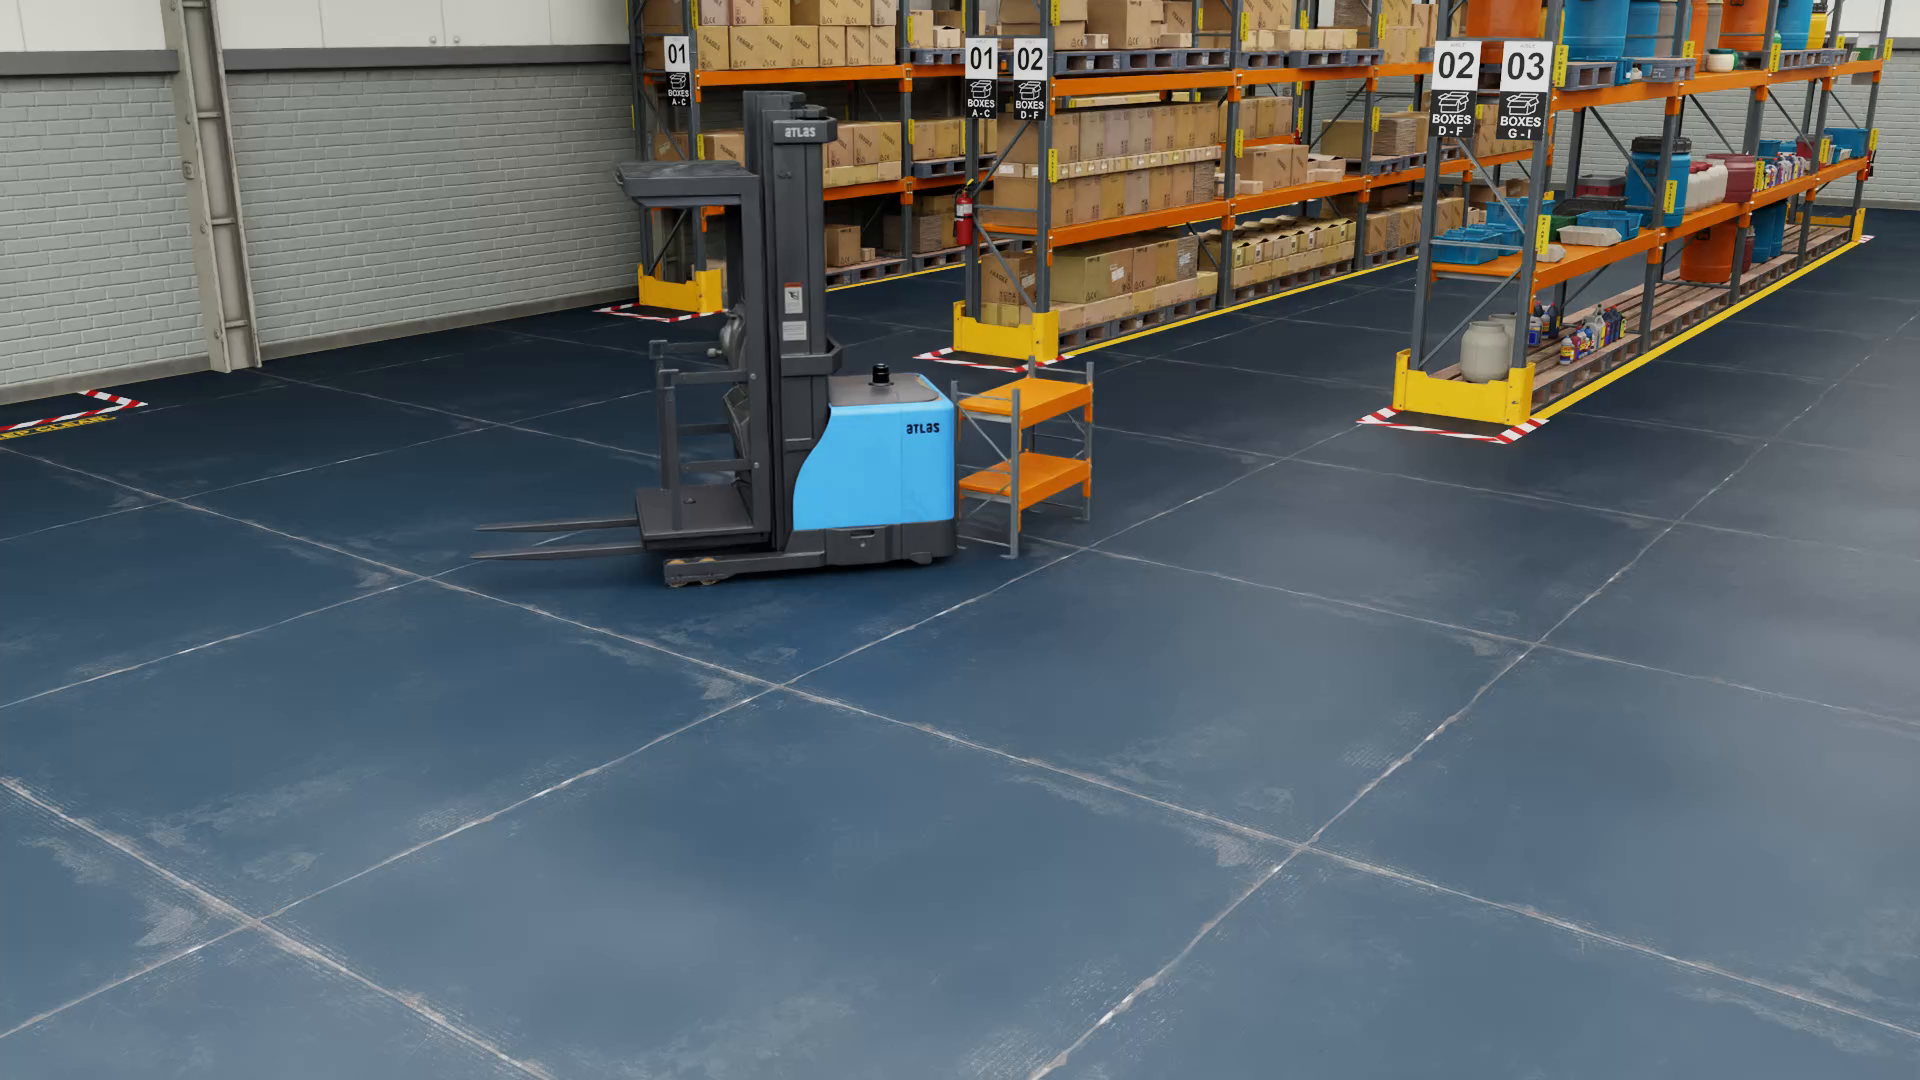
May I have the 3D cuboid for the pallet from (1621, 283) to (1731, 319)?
[{"bbox_3d":[8.741,-2.933,20.332,1.003,0.211,1.213,12,21,35],"label":"pallet"}]

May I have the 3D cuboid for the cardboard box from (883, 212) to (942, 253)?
[{"bbox_3d":[-0.681,-4.435,23.940,0.700,0.500,0.500,13,22,37],"label":"cardboard box"}]

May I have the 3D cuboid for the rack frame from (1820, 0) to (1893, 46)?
[{"bbox_3d":[14.000,-9.213,25.737,1.000,3.000,0.127,12,21,35],"label":"rack frame"}]

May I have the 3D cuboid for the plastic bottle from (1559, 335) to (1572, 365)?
[{"bbox_3d":[5.798,-1.821,15.907,0.097,0.271,0.097,0,17,0],"label":"plastic bottle"}]

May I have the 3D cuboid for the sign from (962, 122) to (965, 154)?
[{"bbox_3d":[0.064,-4.178,17.289,0.100,0.325,0.005,12,21,35],"label":"sign"}]

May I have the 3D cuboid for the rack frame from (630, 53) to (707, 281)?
[{"bbox_3d":[-3.489,-4.287,19.992,1.000,3.000,0.127,12,21,35],"label":"rack frame"}]

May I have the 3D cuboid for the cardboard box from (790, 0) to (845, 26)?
[{"bbox_3d":[-1.808,-6.782,21.078,0.500,0.500,0.500,12,21,33],"label":"cardboard box"}]

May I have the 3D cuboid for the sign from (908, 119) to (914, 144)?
[{"bbox_3d":[-0.666,-5.559,22.629,0.100,0.325,0.005,12,21,35],"label":"sign"}]

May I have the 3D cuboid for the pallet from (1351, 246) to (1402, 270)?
[{"bbox_3d":[5.733,-4.158,24.277,1.003,0.211,1.213,12,21,35],"label":"pallet"}]

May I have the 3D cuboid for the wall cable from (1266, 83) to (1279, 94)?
[{"bbox_3d":[6.047,-9.056,33.633,0.084,1.984,1.851,12,21,35],"label":"wall cable"}]

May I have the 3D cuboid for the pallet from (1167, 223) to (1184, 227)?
[{"bbox_3d":[3.261,-5.617,28.975,1.003,0.211,1.213,12,21,35],"label":"pallet"}]

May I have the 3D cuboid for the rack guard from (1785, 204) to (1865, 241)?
[{"bbox_3d":[14.004,-5.162,27.023,1.175,0.500,0.348,12,21,35],"label":"rack guard"}]

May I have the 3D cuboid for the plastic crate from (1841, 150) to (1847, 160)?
[{"bbox_3d":[13.476,-5.958,25.714,0.396,0.136,0.243,12,21,35],"label":"plastic crate"}]

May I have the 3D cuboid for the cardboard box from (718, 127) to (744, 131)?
[{"bbox_3d":[-2.767,-4.975,21.162,0.500,0.500,0.500,12,21,33],"label":"cardboard box"}]

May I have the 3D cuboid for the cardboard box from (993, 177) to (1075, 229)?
[{"bbox_3d":[0.780,-3.570,17.512,0.700,0.500,0.500,12,21,35],"label":"cardboard box"}]

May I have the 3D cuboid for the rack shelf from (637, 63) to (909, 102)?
[{"bbox_3d":[-2.298,-5.853,21.188,1.077,0.370,4.000,12,21,35],"label":"rack shelf"}]

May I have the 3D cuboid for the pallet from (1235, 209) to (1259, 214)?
[{"bbox_3d":[4.903,-6.273,31.088,1.003,0.211,1.213,12,21,35],"label":"pallet"}]

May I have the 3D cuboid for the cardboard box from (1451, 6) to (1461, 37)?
[{"bbox_3d":[7.282,-7.893,25.499,0.600,0.600,0.600,10,20,30],"label":"cardboard box"}]

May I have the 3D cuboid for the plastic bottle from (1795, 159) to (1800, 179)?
[{"bbox_3d":[11.424,-5.098,22.810,0.152,0.276,0.135,12,21,35],"label":"plastic bottle"}]

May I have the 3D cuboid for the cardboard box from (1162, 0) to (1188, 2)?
[{"bbox_3d":[3.889,-9.320,29.253,0.500,0.500,0.500,12,21,34],"label":"cardboard box"}]

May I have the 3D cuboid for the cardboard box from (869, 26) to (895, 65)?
[{"bbox_3d":[-1.210,-6.565,22.067,0.500,0.500,0.500,13,22,36],"label":"cardboard box"}]

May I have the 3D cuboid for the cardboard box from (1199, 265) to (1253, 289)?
[{"bbox_3d":[3.314,-3.305,20.758,0.500,0.250,0.500,12,21,33],"label":"cardboard box"}]

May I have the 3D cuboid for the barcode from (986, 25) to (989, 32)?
[{"bbox_3d":[0.284,-5.280,17.151,0.001,0.075,0.075,12,21,35],"label":"barcode"}]

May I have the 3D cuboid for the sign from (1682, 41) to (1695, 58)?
[{"bbox_3d":[7.286,-4.826,16.655,0.100,0.325,0.005,12,21,35],"label":"sign"}]

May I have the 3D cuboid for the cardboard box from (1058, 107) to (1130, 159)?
[{"bbox_3d":[1.420,-4.448,18.154,0.700,0.500,0.500,13,21,35],"label":"cardboard box"}]

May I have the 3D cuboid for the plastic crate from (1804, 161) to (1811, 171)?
[{"bbox_3d":[12.009,-5.383,23.864,0.396,0.136,0.243,12,21,35],"label":"plastic crate"}]

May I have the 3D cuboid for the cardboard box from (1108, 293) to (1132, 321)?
[{"bbox_3d":[1.583,-2.628,18.575,0.500,0.250,0.500,12,21,35],"label":"cardboard box"}]

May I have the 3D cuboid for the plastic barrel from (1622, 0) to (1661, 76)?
[{"bbox_3d":[6.979,-5.321,17.417,0.600,0.901,0.708,12,21,35],"label":"plastic barrel"}]

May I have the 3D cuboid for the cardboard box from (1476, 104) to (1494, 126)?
[{"bbox_3d":[8.148,-6.859,26.418,0.500,0.500,0.500,13,22,36],"label":"cardboard box"}]

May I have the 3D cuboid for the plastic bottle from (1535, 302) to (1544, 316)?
[{"bbox_3d":[6.036,-2.316,17.367,0.144,0.351,0.185,13,22,36],"label":"plastic bottle"}]

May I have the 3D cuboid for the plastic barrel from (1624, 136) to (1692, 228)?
[{"bbox_3d":[7.324,-3.767,17.472,0.600,0.901,0.708,12,21,35],"label":"plastic barrel"}]

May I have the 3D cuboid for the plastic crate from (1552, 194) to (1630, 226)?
[{"bbox_3d":[6.436,-3.358,17.103,0.767,0.338,0.504,12,21,35],"label":"plastic crate"}]

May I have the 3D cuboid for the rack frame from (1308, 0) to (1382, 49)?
[{"bbox_3d":[5.258,-8.183,22.422,1.000,3.000,0.127,12,21,35],"label":"rack frame"}]

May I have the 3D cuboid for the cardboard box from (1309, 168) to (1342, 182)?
[{"bbox_3d":[4.944,-4.935,22.502,0.380,0.149,0.250,12,21,35],"label":"cardboard box"}]

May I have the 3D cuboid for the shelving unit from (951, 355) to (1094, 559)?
[{"bbox_3d":[0.428,-0.584,11.227,0.538,1.125,1.048,10,20,30],"label":"shelving unit"}]

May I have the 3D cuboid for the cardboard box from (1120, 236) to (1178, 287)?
[{"bbox_3d":[2.172,-3.225,19.236,0.500,0.500,0.500,12,21,35],"label":"cardboard box"}]

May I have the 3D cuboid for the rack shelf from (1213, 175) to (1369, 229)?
[{"bbox_3d":[4.066,-4.498,21.885,1.077,0.370,4.000,12,21,35],"label":"rack shelf"}]

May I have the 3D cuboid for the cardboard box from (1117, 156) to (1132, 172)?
[{"bbox_3d":[1.664,-4.133,18.233,0.380,0.149,0.250,12,21,34],"label":"cardboard box"}]

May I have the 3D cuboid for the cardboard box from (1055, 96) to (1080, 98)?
[{"bbox_3d":[1.651,-7.027,26.845,0.500,0.250,0.500,12,21,33],"label":"cardboard box"}]

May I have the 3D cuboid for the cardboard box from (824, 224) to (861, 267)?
[{"bbox_3d":[-1.692,-4.002,22.547,0.500,0.500,0.500,11,20,31],"label":"cardboard box"}]

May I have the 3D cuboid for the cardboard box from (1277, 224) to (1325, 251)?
[{"bbox_3d":[4.536,-4.061,22.245,0.500,0.311,0.500,12,21,34],"label":"cardboard box"}]

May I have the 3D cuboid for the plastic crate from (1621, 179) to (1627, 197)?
[{"bbox_3d":[7.258,-3.800,18.448,0.392,0.384,0.575,12,21,35],"label":"plastic crate"}]

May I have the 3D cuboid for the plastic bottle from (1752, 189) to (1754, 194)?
[{"bbox_3d":[9.900,-4.439,20.816,0.097,0.201,0.097,0,17,0],"label":"plastic bottle"}]

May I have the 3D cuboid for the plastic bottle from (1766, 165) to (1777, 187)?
[{"bbox_3d":[10.578,-4.759,21.721,0.152,0.276,0.135,12,21,35],"label":"plastic bottle"}]

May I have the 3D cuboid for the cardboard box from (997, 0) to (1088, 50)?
[{"bbox_3d":[0.837,-5.298,17.071,0.797,0.503,0.637,14,22,38],"label":"cardboard box"}]

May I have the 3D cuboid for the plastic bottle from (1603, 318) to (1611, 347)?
[{"bbox_3d":[6.520,-2.106,16.806,0.061,0.283,0.133,14,22,38],"label":"plastic bottle"}]

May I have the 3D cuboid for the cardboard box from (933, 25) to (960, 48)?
[{"bbox_3d":[-0.349,-7.093,23.412,0.500,0.311,0.500,13,22,36],"label":"cardboard box"}]

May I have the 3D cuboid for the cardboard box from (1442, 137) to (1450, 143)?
[{"bbox_3d":[7.733,-6.483,26.895,0.500,0.500,0.500,13,21,36],"label":"cardboard box"}]

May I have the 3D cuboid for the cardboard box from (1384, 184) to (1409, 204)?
[{"bbox_3d":[6.561,-5.335,25.575,0.500,0.250,0.500,12,21,35],"label":"cardboard box"}]

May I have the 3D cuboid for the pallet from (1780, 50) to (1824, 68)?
[{"bbox_3d":[10.555,-6.263,21.613,1.003,0.211,1.213,12,21,35],"label":"pallet"}]

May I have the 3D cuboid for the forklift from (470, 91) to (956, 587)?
[{"bbox_3d":[-1.597,-1.280,10.422,3.031,2.935,1.130,-4,18,-13],"label":"forklift"}]

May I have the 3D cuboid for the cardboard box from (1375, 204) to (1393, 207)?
[{"bbox_3d":[6.243,-4.848,25.271,0.500,0.500,0.500,11,21,33],"label":"cardboard box"}]
